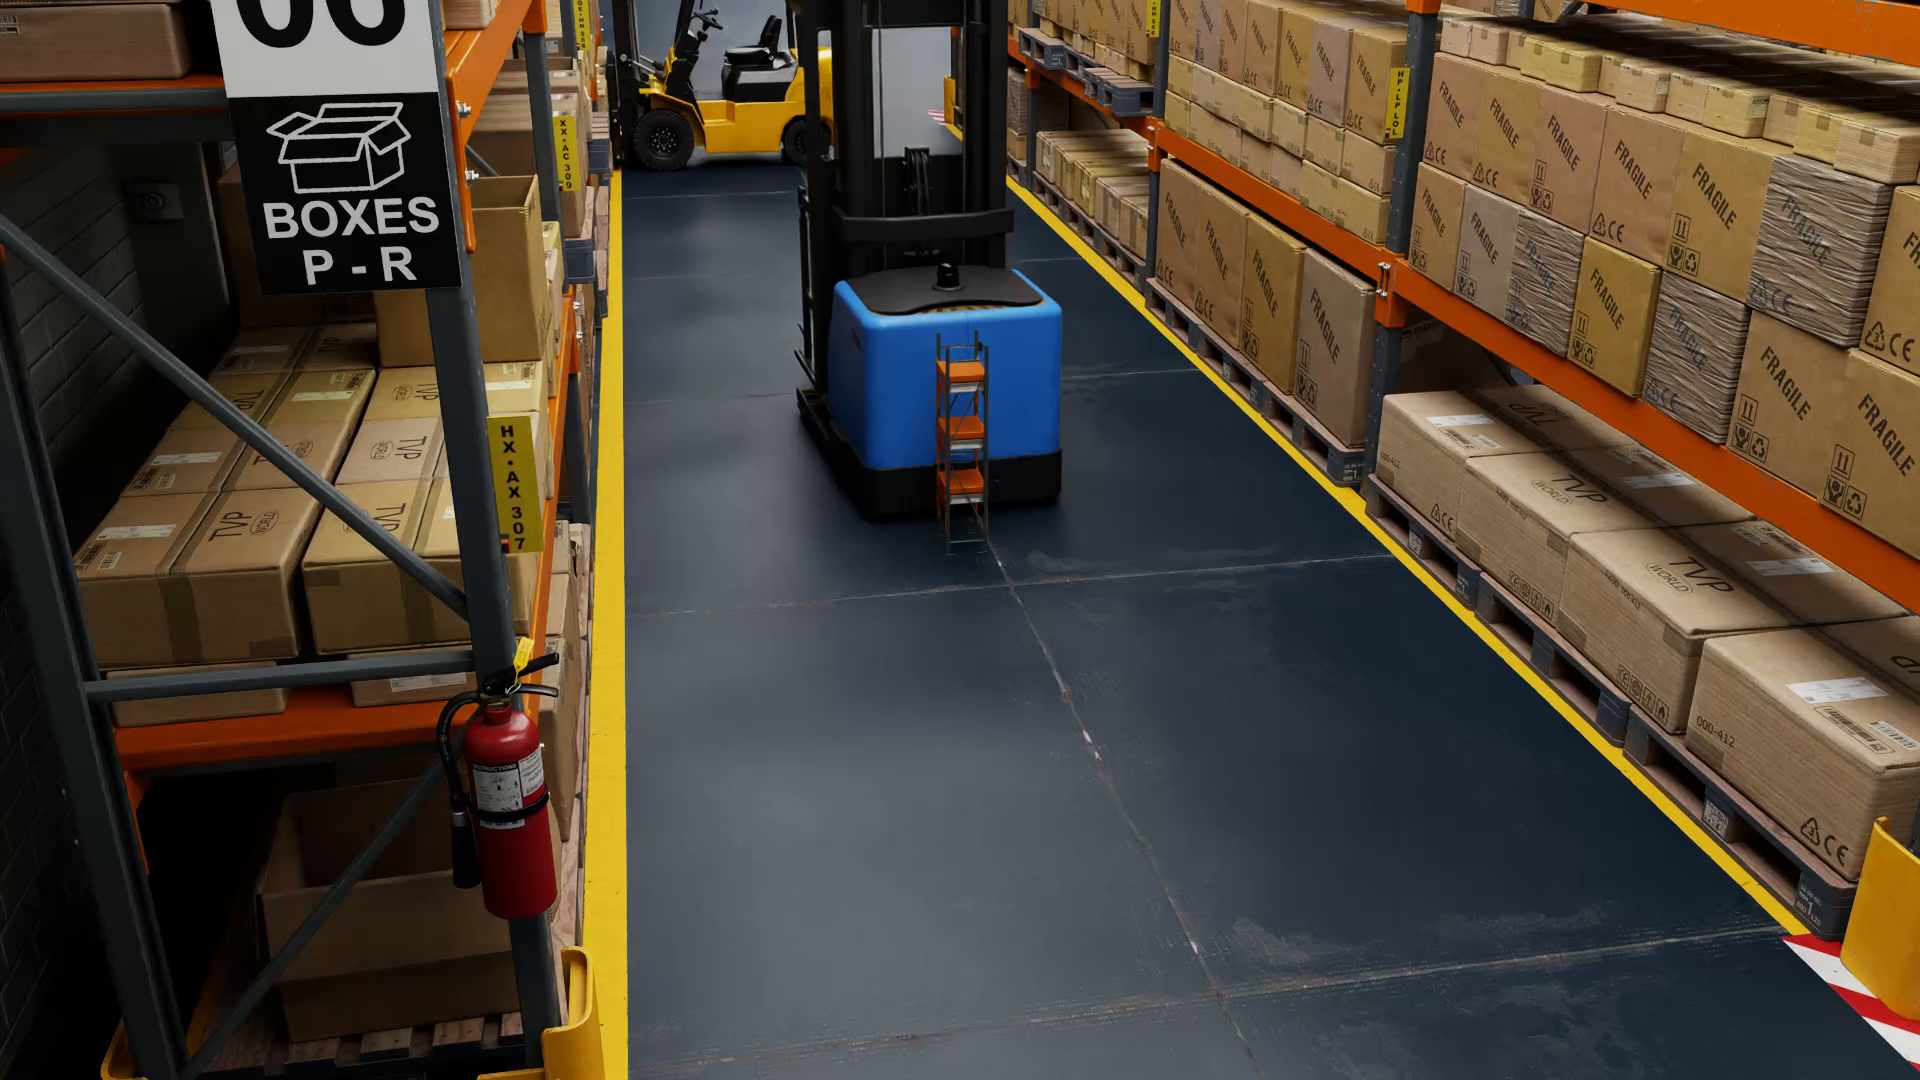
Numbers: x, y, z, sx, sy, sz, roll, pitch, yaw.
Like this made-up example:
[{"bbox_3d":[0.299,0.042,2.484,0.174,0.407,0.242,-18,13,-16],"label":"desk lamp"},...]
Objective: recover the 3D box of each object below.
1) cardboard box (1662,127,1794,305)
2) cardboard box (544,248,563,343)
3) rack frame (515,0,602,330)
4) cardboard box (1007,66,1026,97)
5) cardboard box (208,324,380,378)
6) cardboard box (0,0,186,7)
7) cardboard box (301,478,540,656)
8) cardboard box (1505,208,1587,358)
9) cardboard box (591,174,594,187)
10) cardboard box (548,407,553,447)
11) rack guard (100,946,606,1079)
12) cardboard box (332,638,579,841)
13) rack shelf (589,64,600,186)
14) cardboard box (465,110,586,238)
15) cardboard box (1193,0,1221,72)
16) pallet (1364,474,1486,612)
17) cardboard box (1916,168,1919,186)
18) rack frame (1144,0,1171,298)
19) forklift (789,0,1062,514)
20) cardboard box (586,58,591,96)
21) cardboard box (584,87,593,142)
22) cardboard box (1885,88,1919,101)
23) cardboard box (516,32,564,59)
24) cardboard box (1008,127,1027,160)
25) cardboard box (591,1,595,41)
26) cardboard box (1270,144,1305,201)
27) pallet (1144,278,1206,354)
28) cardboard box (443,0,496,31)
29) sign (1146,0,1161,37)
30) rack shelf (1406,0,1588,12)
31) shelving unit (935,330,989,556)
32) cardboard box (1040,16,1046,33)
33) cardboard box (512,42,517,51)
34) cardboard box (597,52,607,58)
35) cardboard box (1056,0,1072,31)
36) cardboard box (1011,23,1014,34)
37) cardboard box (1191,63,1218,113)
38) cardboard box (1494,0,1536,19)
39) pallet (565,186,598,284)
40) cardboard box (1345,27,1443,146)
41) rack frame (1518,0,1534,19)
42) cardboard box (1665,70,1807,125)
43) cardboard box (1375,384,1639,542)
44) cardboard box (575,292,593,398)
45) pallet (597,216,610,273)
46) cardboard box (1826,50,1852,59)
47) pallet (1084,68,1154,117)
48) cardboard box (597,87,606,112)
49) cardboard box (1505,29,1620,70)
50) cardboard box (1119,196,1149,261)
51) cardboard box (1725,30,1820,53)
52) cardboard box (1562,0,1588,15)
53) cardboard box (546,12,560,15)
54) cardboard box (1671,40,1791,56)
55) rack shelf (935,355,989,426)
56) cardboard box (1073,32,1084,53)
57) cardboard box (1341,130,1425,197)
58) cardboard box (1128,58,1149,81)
[{"bbox_3d":[2.817,-1.127,5.709,0.500,0.500,0.500,-4,24,-10],"label":"cardboard box"},{"bbox_3d":[-1.822,-0.947,6.486,0.500,0.250,0.500,-4,24,-10],"label":"cardboard box"},{"bbox_3d":[-3.003,-2.831,10.984,1.000,3.000,0.127,-4,24,-10],"label":"rack frame"},{"bbox_3d":[0.666,-4.462,16.692,0.500,0.500,0.500,-4,24,-9],"label":"cardboard box"},{"bbox_3d":[-2.147,-0.517,5.501,0.500,0.250,0.500,-4,24,-10],"label":"cardboard box"},{"bbox_3d":[-1.873,-1.281,3.503,0.500,0.250,0.500,-5,24,-11],"label":"cardboard box"},{"bbox_3d":[-1.343,0.050,4.203,0.500,0.250,0.500,-4,24,-9],"label":"cardboard box"},{"bbox_3d":[2.618,-1.074,6.836,0.500,0.500,0.500,-4,24,-9],"label":"cardboard box"},{"bbox_3d":[-3.499,-2.998,13.809,0.875,0.625,0.625,-5,24,-10],"label":"cardboard box"},{"bbox_3d":[-1.573,-0.331,5.574,0.380,0.149,0.250,-4,24,-9],"label":"cardboard box"},{"bbox_3d":[-1.538,1.432,4.347,1.175,0.500,0.348,-4,24,-10],"label":"rack guard"},{"bbox_3d":[-1.664,0.682,5.538,0.700,0.500,0.500,-3,24,-8],"label":"cardboard box"},{"bbox_3d":[-3.373,-3.288,12.929,1.077,0.370,4.000,-4,24,-10],"label":"rack shelf"},{"bbox_3d":[-2.133,-1.702,7.751,0.700,0.500,0.500,-4,24,-8],"label":"cardboard box"},{"bbox_3d":[1.826,-3.297,10.677,0.500,0.500,0.500,-4,24,-10],"label":"cardboard box"},{"bbox_3d":[2.678,-0.043,8.086,1.003,0.211,1.213,-4,24,-10],"label":"pallet"},{"bbox_3d":[3.020,-1.079,4.787,0.380,0.149,0.250,-4,24,-9],"label":"cardboard box"},{"bbox_3d":[1.874,-3.200,11.828,1.000,3.000,0.127,-4,24,-10],"label":"rack frame"},{"bbox_3d":[-0.348,-2.038,9.254,1.130,2.935,3.031,-6,24,-14],"label":"forklift"},{"bbox_3d":[-3.129,-3.559,12.839,0.500,0.250,0.500,-4,24,-8],"label":"cardboard box"},{"bbox_3d":[-2.490,-2.563,10.034,0.500,0.250,0.500,-5,24,-12],"label":"cardboard box"},{"bbox_3d":[3.339,-1.424,5.579,0.380,0.149,0.250,-4,24,-9],"label":"cardboard box"},{"bbox_3d":[-2.773,-3.321,11.171,0.380,0.149,0.250,-4,24,-8],"label":"cardboard box"},{"bbox_3d":[0.761,-3.918,16.384,0.500,0.250,0.500,-3,24,-7],"label":"cardboard box"},{"bbox_3d":[-3.681,-4.847,15.476,0.500,0.500,0.500,-4,24,-9],"label":"cardboard box"},{"bbox_3d":[2.116,-2.116,9.533,0.500,0.250,0.500,-5,24,-11],"label":"cardboard box"},{"bbox_3d":[1.946,-1.606,11.663,1.003,0.211,1.213,-4,24,-10],"label":"pallet"},{"bbox_3d":[-1.404,-1.395,4.263,0.380,0.149,0.250,-4,24,-9],"label":"cardboard box"},{"bbox_3d":[1.343,-3.650,11.512,0.100,0.325,0.005,-4,24,-10],"label":"sign"},{"bbox_3d":[2.244,-3.458,9.570,1.077,0.370,4.000,-4,24,-10],"label":"rack shelf"},{"bbox_3d":[0.010,-0.460,7.992,0.215,1.050,0.252,-4,24,-10],"label":"shelving unit"},{"bbox_3d":[0.926,-4.609,14.845,0.380,0.149,0.250,-4,24,-9],"label":"cardboard box"},{"bbox_3d":[-2.936,-3.381,11.806,0.500,0.250,0.500,-4,24,-8],"label":"cardboard box"},{"bbox_3d":[-3.991,-5.010,17.634,0.500,0.250,0.500,-4,24,-9],"label":"cardboard box"},{"bbox_3d":[1.111,-4.549,13.897,0.500,0.500,0.500,-4,24,-10],"label":"cardboard box"},{"bbox_3d":[0.719,-5.067,16.417,0.380,0.149,0.250,-5,24,-10],"label":"cardboard box"},{"bbox_3d":[1.820,-2.939,10.794,0.500,0.250,0.500,-4,24,-8],"label":"cardboard box"},{"bbox_3d":[5.901,-5.392,16.661,0.875,0.550,0.550,-4,24,-10],"label":"cardboard box"},{"bbox_3d":[-2.304,-1.492,8.158,1.003,0.211,1.213,-4,24,-10],"label":"pallet"},{"bbox_3d":[2.285,-2.287,8.365,0.500,0.500,0.500,-4,24,-8],"label":"cardboard box"},{"bbox_3d":[5.981,-5.179,16.360,1.000,3.000,0.127,-4,24,-10],"label":"rack frame"},{"bbox_3d":[2.771,-1.583,5.942,0.380,0.149,0.250,-4,24,-8],"label":"cardboard box"},{"bbox_3d":[2.625,-0.390,8.071,0.875,0.438,0.875,-5,24,-11],"label":"cardboard box"},{"bbox_3d":[-2.418,-1.121,9.667,0.500,0.500,0.500,-5,24,-12],"label":"cardboard box"},{"bbox_3d":[-3.339,-2.358,13.386,1.003,0.211,1.213,-4,24,-10],"label":"pallet"},{"bbox_3d":[6.612,-3.614,12.195,0.380,0.149,0.250,-3,24,-7],"label":"cardboard box"},{"bbox_3d":[1.638,-3.384,12.490,1.213,0.211,1.003,-4,24,-10],"label":"pallet"},{"bbox_3d":[-3.524,-4.008,15.341,0.500,0.250,0.500,-5,24,-11],"label":"cardboard box"},{"bbox_3d":[2.569,-2.087,7.096,0.380,0.149,0.250,-5,24,-10],"label":"cardboard box"},{"bbox_3d":[1.780,-2.411,12.780,0.950,0.372,0.625,-6,24,-13],"label":"cardboard box"},{"bbox_3d":[6.373,-3.809,13.098,0.500,0.500,0.500,-4,24,-10],"label":"cardboard box"},{"bbox_3d":[5.908,-4.799,15.366,0.500,0.500,0.500,-4,24,-9],"label":"cardboard box"},{"bbox_3d":[-3.022,-3.828,12.331,0.380,0.149,0.250,-4,24,-9],"label":"cardboard box"},{"bbox_3d":[3.108,-1.925,6.726,0.380,0.149,0.250,-4,24,-10],"label":"cardboard box"},{"bbox_3d":[0.010,-0.710,7.882,0.215,0.259,0.240,-4,24,-10],"label":"rack shelf"},{"bbox_3d":[1.140,-4.095,13.667,0.380,0.149,0.250,-3,24,-8],"label":"cardboard box"},{"bbox_3d":[2.294,-1.942,8.511,0.500,0.250,0.500,-4,24,-10],"label":"cardboard box"},{"bbox_3d":[1.462,-3.488,12.279,0.380,0.149,0.250,-4,24,-9],"label":"cardboard box"}]
